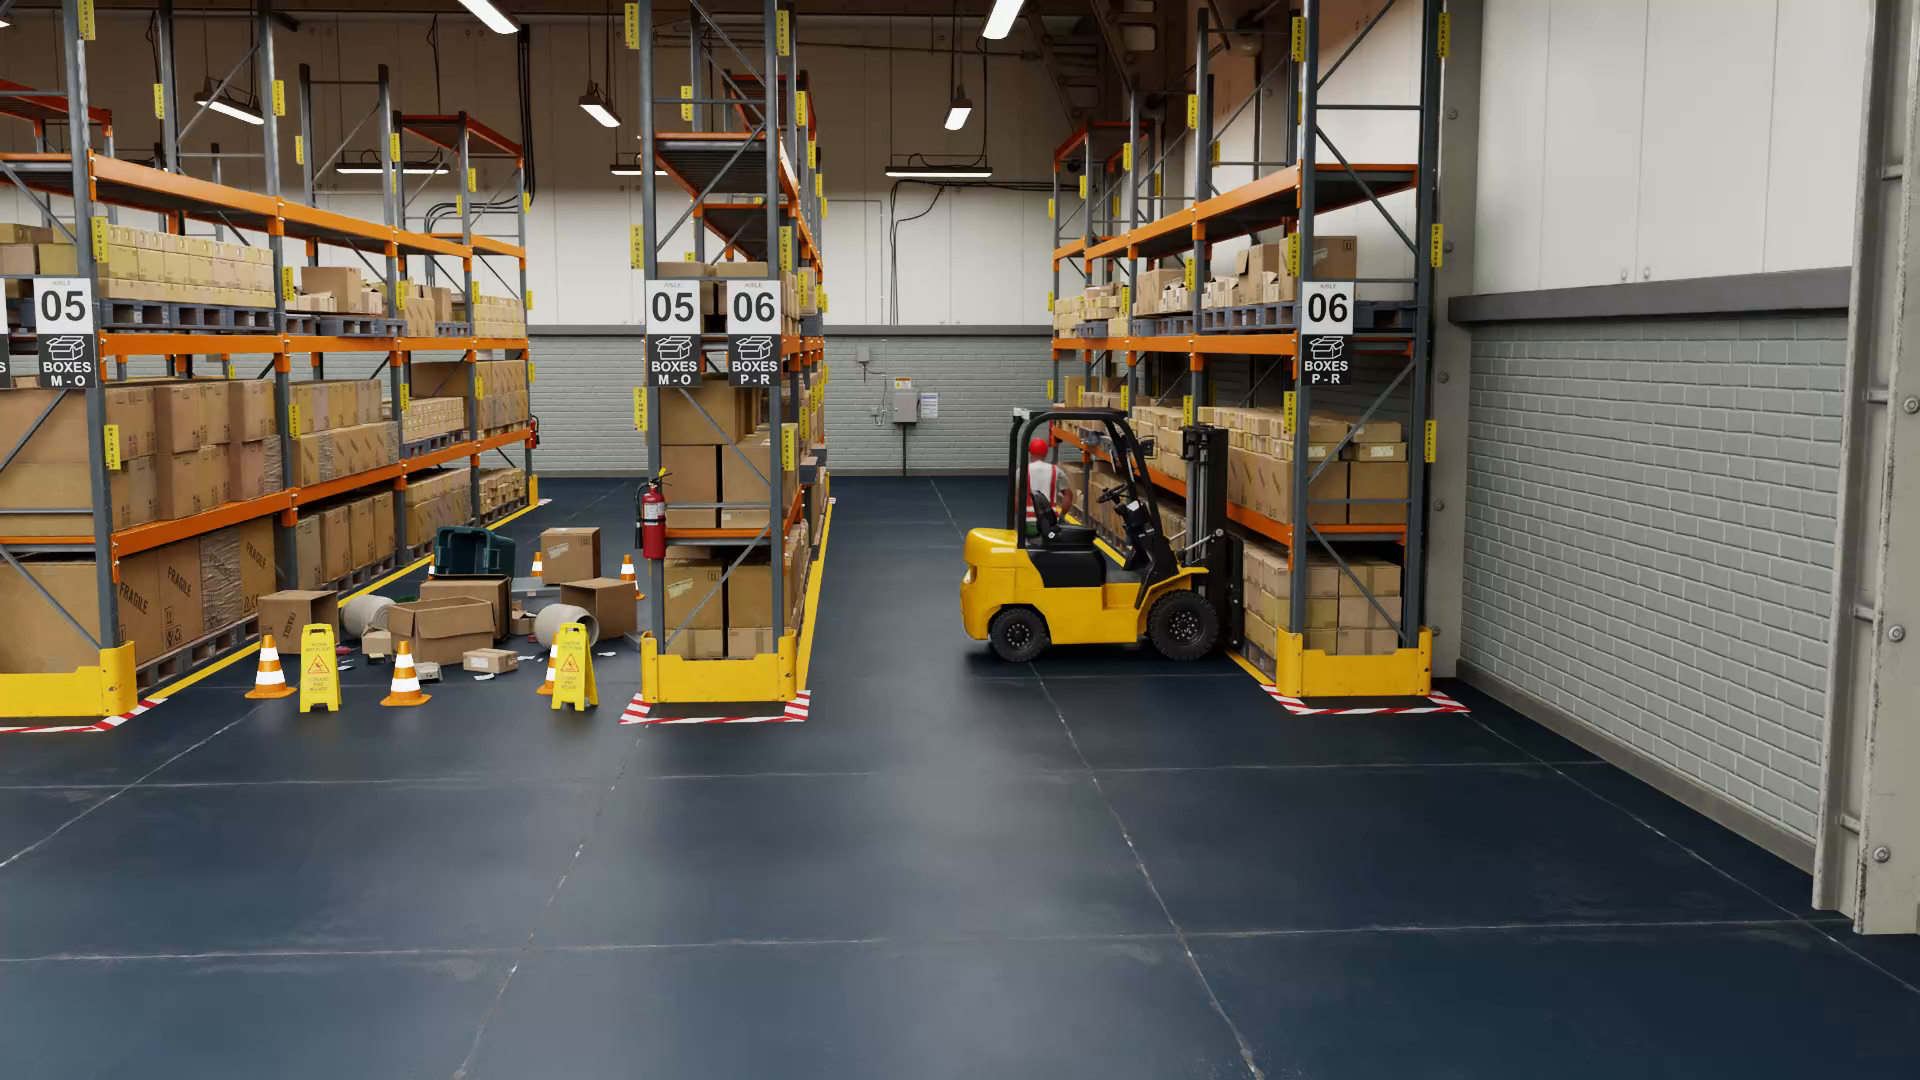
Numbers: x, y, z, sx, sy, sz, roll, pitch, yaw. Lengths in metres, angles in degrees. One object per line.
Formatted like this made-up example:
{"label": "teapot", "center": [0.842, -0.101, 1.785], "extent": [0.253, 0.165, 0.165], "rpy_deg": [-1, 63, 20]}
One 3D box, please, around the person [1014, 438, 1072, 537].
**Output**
{"label": "person", "center": [0.835, -0.173, 17.223], "extent": [0.650, 1.757, 0.507], "rpy_deg": [-1, 7, -5]}
